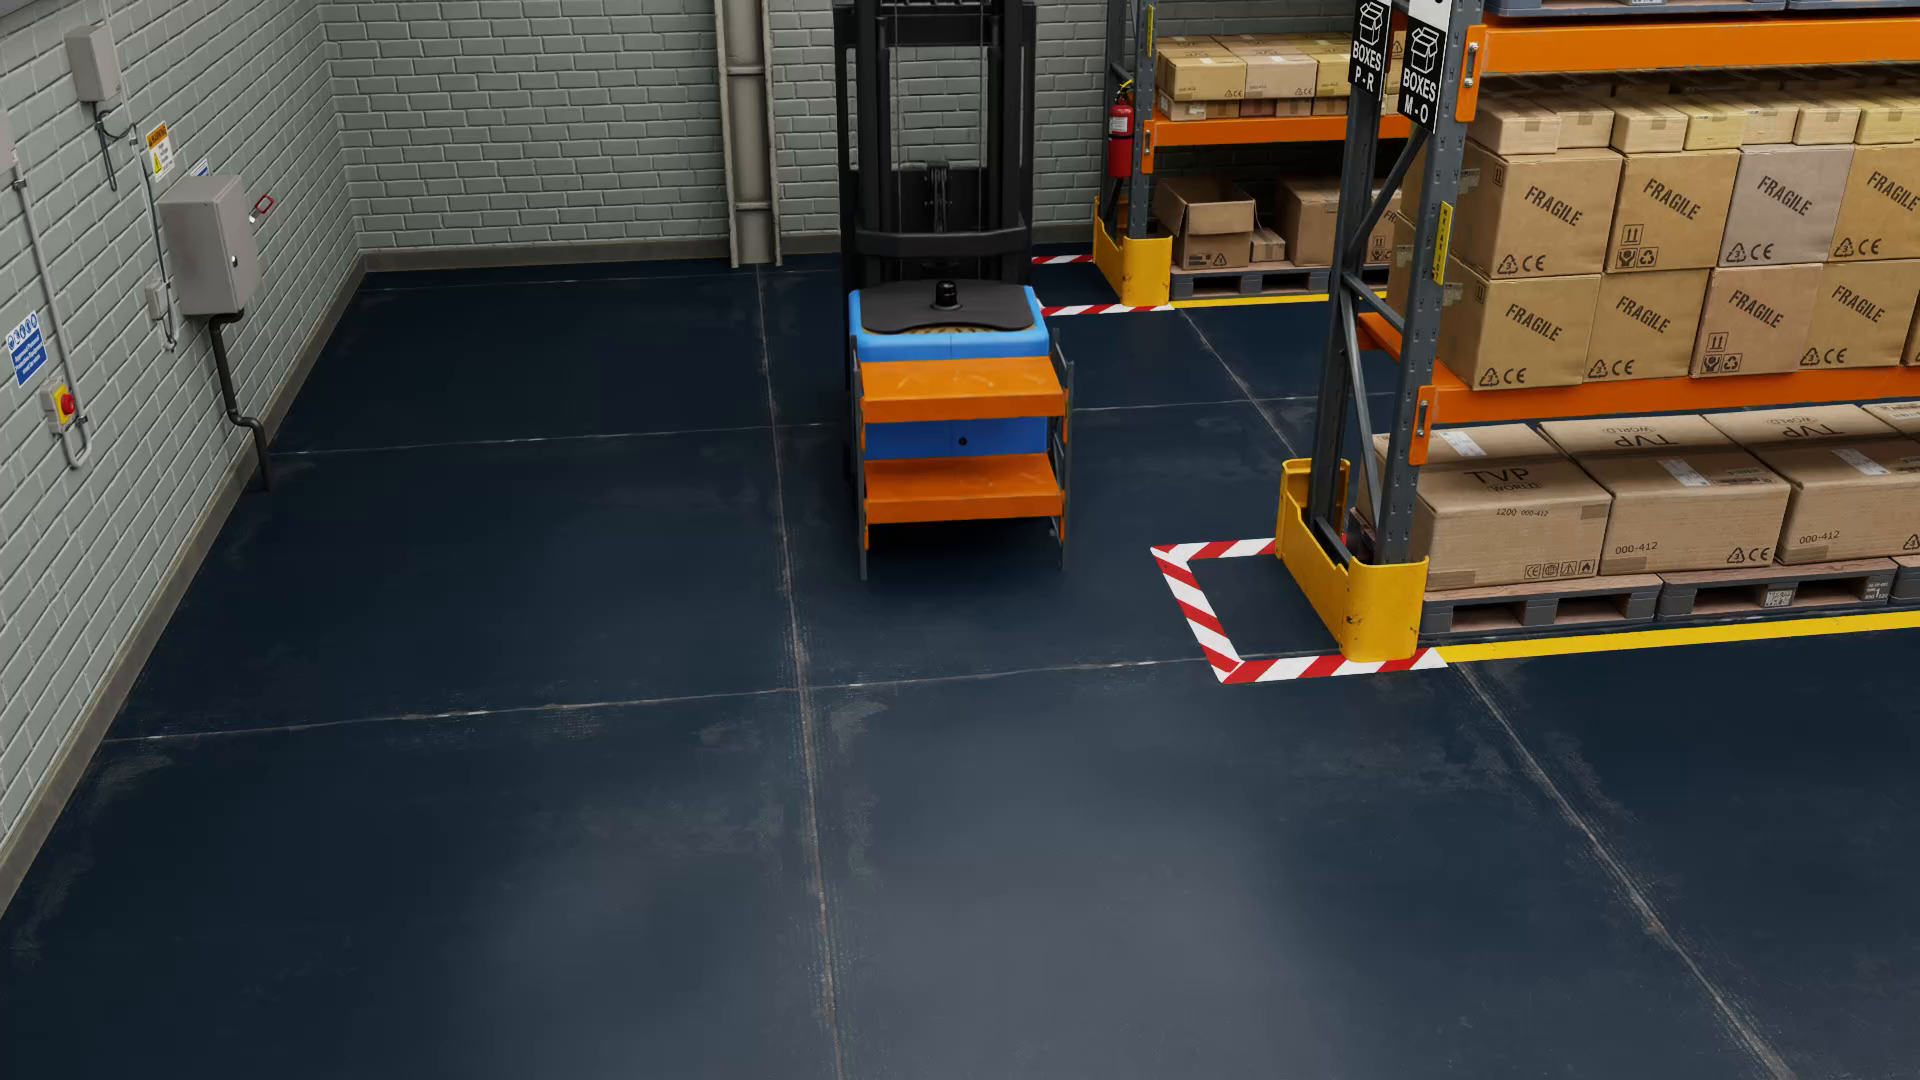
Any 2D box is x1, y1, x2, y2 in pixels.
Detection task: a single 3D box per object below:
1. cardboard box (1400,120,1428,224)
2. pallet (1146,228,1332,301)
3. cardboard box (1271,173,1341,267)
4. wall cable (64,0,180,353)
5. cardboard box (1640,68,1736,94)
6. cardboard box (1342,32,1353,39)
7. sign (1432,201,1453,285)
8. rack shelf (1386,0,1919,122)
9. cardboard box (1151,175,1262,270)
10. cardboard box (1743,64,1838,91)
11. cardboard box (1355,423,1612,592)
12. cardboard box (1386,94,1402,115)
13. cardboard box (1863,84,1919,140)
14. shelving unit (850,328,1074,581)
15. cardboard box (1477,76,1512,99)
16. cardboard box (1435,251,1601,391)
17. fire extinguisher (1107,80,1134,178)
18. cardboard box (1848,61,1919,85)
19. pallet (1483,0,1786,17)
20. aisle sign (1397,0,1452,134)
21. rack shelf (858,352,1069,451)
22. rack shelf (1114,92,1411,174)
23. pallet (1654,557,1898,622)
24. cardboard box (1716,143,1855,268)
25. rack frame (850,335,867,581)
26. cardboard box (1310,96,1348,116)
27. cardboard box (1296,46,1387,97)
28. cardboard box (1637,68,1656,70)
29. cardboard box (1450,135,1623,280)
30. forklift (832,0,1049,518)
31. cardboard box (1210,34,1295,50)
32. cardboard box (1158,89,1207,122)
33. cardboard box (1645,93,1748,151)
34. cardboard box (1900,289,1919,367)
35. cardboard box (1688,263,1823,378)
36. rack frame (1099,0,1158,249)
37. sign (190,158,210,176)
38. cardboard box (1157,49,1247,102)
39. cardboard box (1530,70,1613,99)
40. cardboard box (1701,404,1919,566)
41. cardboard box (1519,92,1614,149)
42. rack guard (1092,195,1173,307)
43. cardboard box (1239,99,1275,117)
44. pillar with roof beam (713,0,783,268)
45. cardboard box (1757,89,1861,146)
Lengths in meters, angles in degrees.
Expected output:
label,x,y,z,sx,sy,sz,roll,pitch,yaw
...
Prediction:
label,x,y,z,sx,sy,sz,roll,pitch,yaw
cardboard box,2.341,-1.670,7.513,0.500,0.500,0.500,-3,27,-5
pallet,2.066,-2.101,12.613,1.213,0.211,1.003,-4,27,-7
cardboard box,2.672,-2.393,12.406,0.500,0.500,0.700,-3,27,-5
wall cable,-3.893,-1.765,7.791,0.122,1.984,0.588,-4,27,-7
cardboard box,3.240,-1.997,7.440,0.250,0.149,0.380,-4,27,-8
cardboard box,3.139,-3.595,12.309,0.500,0.250,0.500,-4,27,-7
sign,1.968,-1.211,6.789,0.005,0.325,0.100,-4,27,-7
rack shelf,3.877,-2.184,7.222,4.000,0.370,1.077,-4,27,-7
cardboard box,1.820,-2.358,12.334,0.637,0.503,0.797,-5,28,-9
cardboard box,3.742,-2.047,7.539,0.250,0.149,0.380,-3,27,-5
cardboard box,2.536,-0.176,8.154,0.875,0.438,0.875,-5,28,-9
cardboard box,3.105,-3.156,11.890,0.250,0.149,0.380,-3,27,-6
cardboard box,4.081,-1.836,7.126,0.250,0.149,0.380,-4,27,-7
shelving unit,0.000,-0.431,8.351,1.048,1.125,0.538,-3,27,-5
cardboard box,2.224,-1.933,7.317,0.250,0.149,0.380,-3,27,-6
cardboard box,2.412,-0.987,7.279,0.500,0.500,0.500,-4,27,-8
fire extinguisher,1.120,-2.867,11.545,0.183,0.674,0.296,-4,27,-7
cardboard box,4.251,-2.068,7.579,0.250,0.149,0.380,-4,27,-7
pallet,2.629,-2.389,6.931,1.213,0.211,1.003,-4,27,-7
aisle sign,1.865,-2.063,6.637,0.004,0.787,0.394,-4,27,-7
rack shelf,-0.001,-0.691,8.218,1.000,0.278,0.538,-3,27,-5
rack shelf,3.182,-3.093,12.280,4.000,0.370,1.077,-4,27,-7
pallet,3.883,0.036,8.448,1.213,0.211,1.003,-4,27,-7
cardboard box,3.431,-1.505,7.193,0.500,0.500,0.500,-4,27,-8
rack frame,-0.506,-0.408,8.309,0.032,1.125,0.500,-3,27,-5
cardboard box,2.587,-3.148,11.875,0.250,0.149,0.380,-3,27,-6
cardboard box,2.689,-3.324,11.781,0.500,0.250,0.500,-4,27,-8
cardboard box,4.692,-3.463,12.052,0.500,0.250,0.500,-3,27,-6
cardboard box,2.411,-1.433,7.052,0.500,0.500,0.500,-4,27,-8
forklift,-0.153,-2.057,9.548,1.130,2.935,3.031,-2,27,-4
cardboard box,2.130,-3.533,12.188,0.500,0.250,0.500,-4,27,-7
cardboard box,1.565,-3.071,11.724,0.250,0.149,0.380,-4,27,-8
cardboard box,3.067,-1.756,6.971,0.250,0.149,0.380,-5,28,-9
cardboard box,4.429,-1.122,7.541,0.500,0.500,0.500,-4,27,-8
cardboard box,3.415,-1.056,7.413,0.500,0.500,0.500,-4,27,-7
rack frame,1.201,-3.286,11.868,0.127,3.000,1.000,-4,27,-7
sign,-4.106,-1.799,9.075,0.001,0.494,0.329,-4,27,-7
cardboard box,1.688,-3.258,11.653,0.500,0.250,0.500,-4,27,-7
cardboard box,2.716,-2.015,7.475,0.250,0.149,0.380,-4,27,-8
cardboard box,4.334,-0.295,8.385,0.875,0.438,0.875,-4,27,-9
cardboard box,2.536,-1.766,6.991,0.250,0.149,0.380,-3,27,-6
rack guard,1.276,-2.178,12.448,0.348,0.500,1.175,-4,27,-7
cardboard box,2.066,-3.140,11.859,0.250,0.149,0.380,-4,27,-8
pillar with roof beam,-0.995,-4.245,7.165,0.400,9.000,9.100,-4,27,-7
cardboard box,3.573,-1.793,7.044,0.250,0.149,0.380,-3,27,-7
